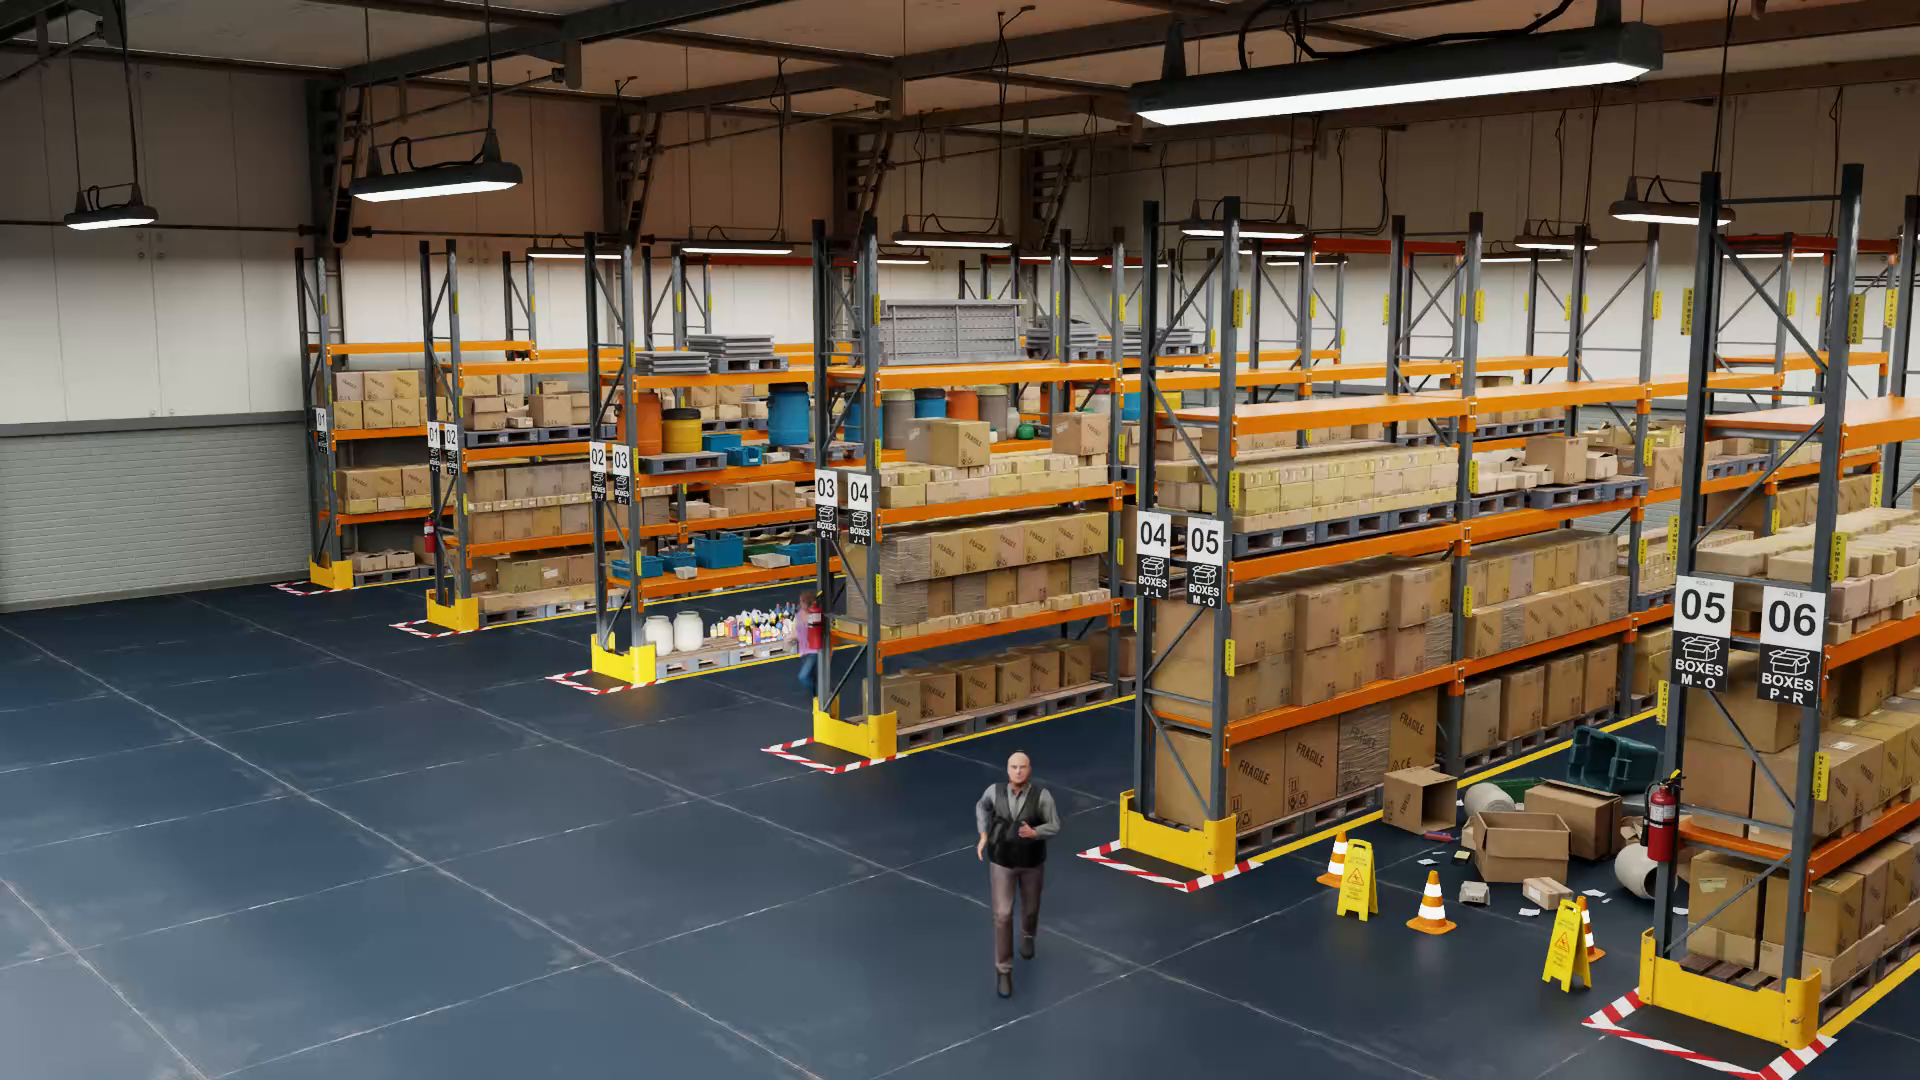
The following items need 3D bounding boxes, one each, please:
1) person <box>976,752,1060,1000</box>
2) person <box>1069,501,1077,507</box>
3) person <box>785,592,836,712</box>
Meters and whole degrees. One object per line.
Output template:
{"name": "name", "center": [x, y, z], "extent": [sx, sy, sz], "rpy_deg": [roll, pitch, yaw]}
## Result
{"name": "person", "center": [0.434, 2.467, 12.594], "extent": [0.642, 1.751, 0.893], "rpy_deg": [0, 8, 2]}
{"name": "person", "center": [2.035, -0.426, 32.320], "extent": [0.607, 1.683, 0.916], "rpy_deg": [6, 10, 37]}
{"name": "person", "center": [-1.841, 1.402, 20.456], "extent": [0.648, 1.552, 0.559], "rpy_deg": [-8, 11, -43]}
